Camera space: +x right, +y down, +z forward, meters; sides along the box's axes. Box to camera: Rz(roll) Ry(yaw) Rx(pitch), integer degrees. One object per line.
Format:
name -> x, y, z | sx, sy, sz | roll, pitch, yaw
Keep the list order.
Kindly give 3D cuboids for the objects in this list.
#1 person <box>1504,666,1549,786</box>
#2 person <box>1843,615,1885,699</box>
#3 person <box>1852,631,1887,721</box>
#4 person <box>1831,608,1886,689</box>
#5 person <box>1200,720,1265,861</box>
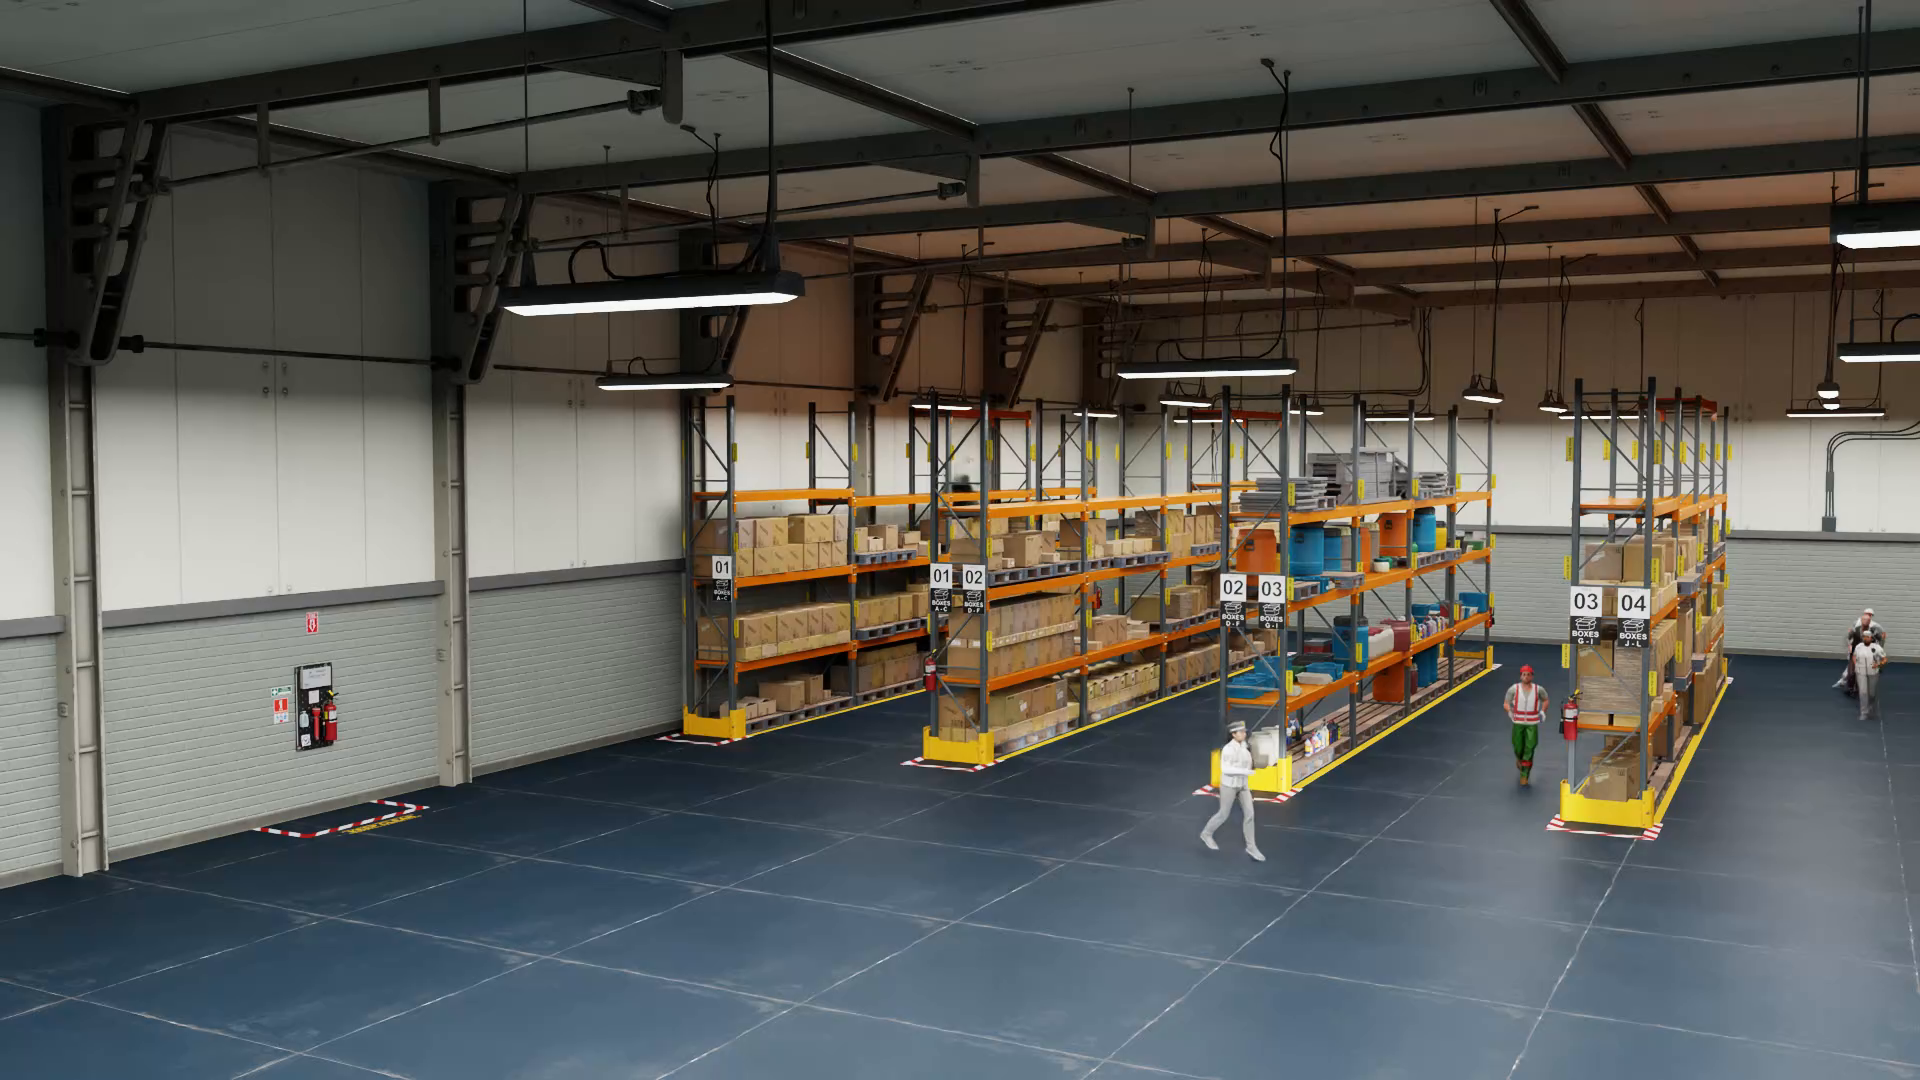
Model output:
person -> 8.592, 2.788, 25.233 | 0.655, 1.769, 0.888 | 1, 3, 19
person -> 18.365, 2.388, 33.846 | 0.721, 1.724, 0.675 | 2, 4, 39
person -> 17.123, 2.541, 31.335 | 0.601, 1.669, 0.776 | 2, 4, 36
person -> 18.923, 2.292, 34.984 | 0.880, 1.719, 0.670 | -1, 3, -24
person -> 3.376, 3.063, 20.591 | 0.574, 1.707, 0.896 | -3, 4, -41
